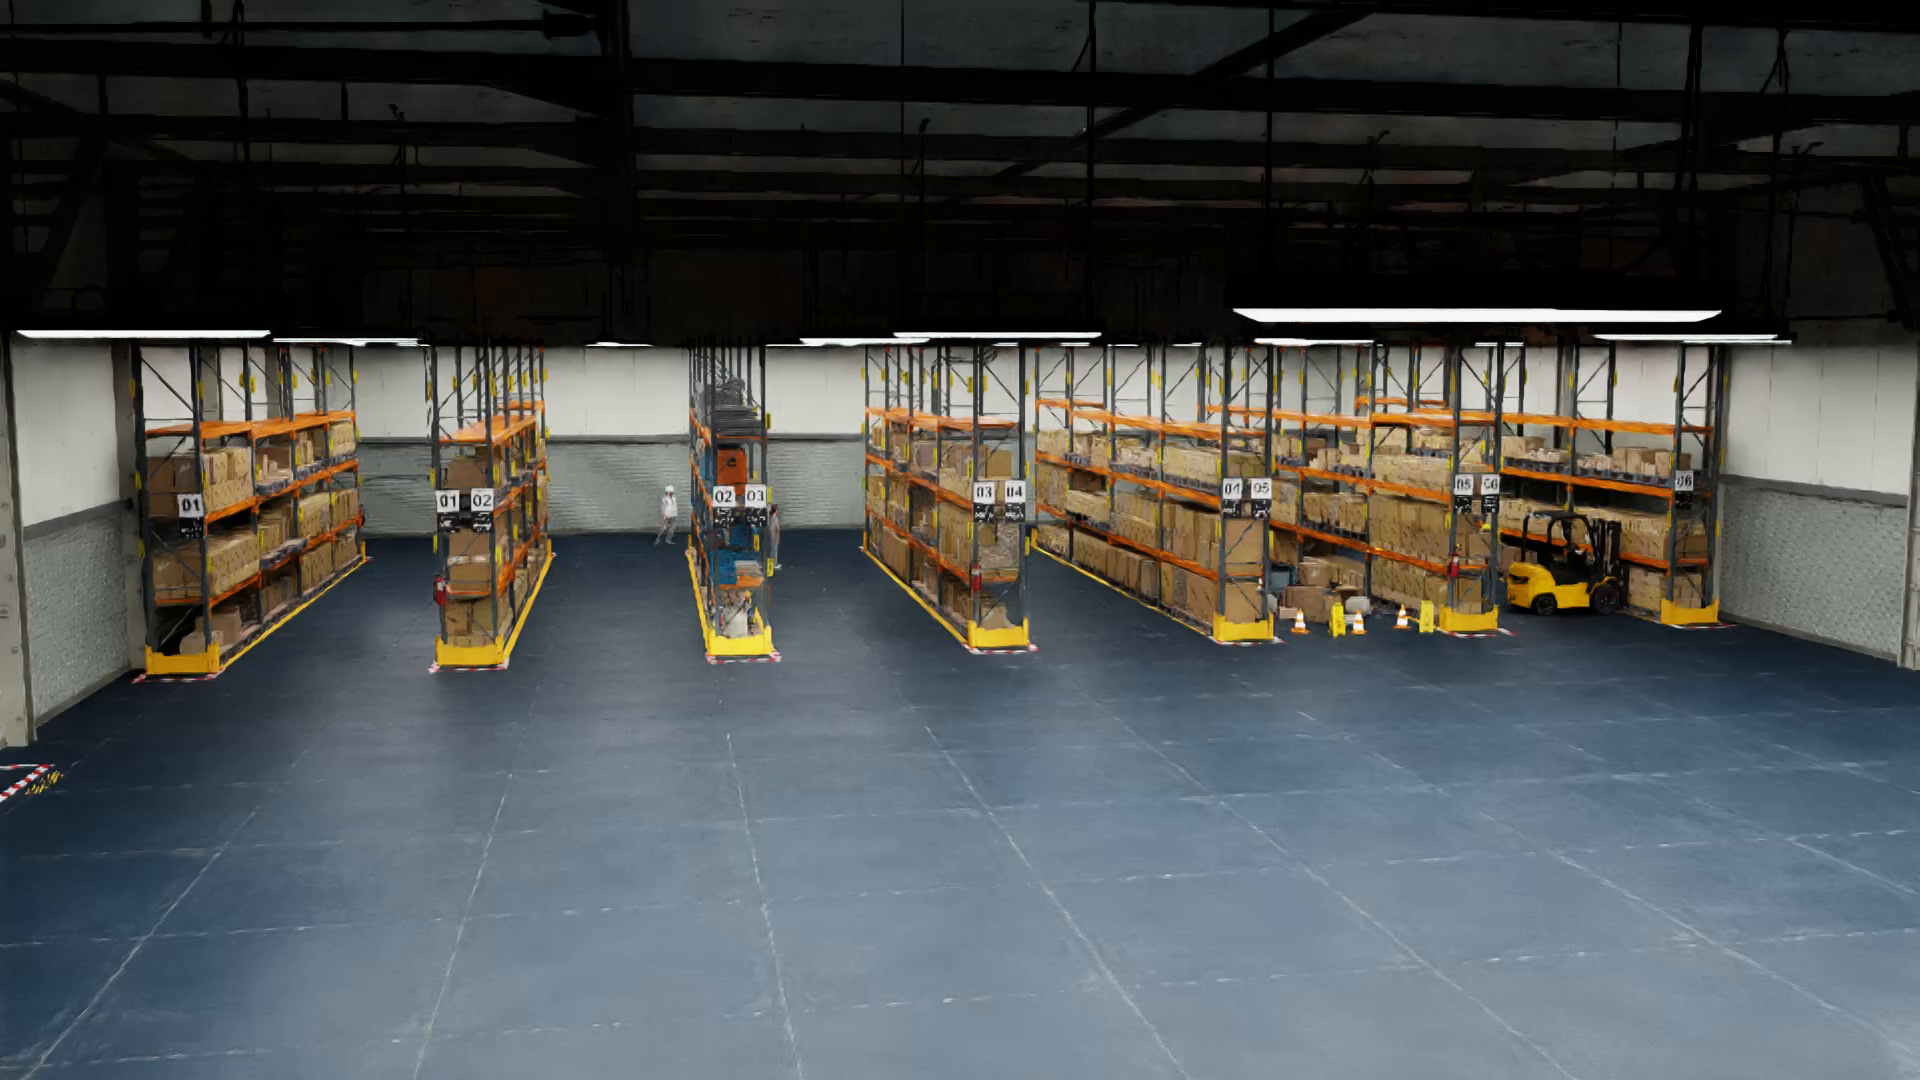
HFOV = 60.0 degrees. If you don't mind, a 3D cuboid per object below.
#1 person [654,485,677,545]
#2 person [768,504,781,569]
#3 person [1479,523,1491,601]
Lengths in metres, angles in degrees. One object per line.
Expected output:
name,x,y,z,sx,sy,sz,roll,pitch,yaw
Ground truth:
person,-8.609,-0.718,48.601,0.521,1.763,0.716,5,8,37
person,-4.824,-0.097,43.441,0.359,1.682,0.530,-3,7,-24
person,11.918,0.496,37.867,0.503,1.764,0.624,2,7,18
